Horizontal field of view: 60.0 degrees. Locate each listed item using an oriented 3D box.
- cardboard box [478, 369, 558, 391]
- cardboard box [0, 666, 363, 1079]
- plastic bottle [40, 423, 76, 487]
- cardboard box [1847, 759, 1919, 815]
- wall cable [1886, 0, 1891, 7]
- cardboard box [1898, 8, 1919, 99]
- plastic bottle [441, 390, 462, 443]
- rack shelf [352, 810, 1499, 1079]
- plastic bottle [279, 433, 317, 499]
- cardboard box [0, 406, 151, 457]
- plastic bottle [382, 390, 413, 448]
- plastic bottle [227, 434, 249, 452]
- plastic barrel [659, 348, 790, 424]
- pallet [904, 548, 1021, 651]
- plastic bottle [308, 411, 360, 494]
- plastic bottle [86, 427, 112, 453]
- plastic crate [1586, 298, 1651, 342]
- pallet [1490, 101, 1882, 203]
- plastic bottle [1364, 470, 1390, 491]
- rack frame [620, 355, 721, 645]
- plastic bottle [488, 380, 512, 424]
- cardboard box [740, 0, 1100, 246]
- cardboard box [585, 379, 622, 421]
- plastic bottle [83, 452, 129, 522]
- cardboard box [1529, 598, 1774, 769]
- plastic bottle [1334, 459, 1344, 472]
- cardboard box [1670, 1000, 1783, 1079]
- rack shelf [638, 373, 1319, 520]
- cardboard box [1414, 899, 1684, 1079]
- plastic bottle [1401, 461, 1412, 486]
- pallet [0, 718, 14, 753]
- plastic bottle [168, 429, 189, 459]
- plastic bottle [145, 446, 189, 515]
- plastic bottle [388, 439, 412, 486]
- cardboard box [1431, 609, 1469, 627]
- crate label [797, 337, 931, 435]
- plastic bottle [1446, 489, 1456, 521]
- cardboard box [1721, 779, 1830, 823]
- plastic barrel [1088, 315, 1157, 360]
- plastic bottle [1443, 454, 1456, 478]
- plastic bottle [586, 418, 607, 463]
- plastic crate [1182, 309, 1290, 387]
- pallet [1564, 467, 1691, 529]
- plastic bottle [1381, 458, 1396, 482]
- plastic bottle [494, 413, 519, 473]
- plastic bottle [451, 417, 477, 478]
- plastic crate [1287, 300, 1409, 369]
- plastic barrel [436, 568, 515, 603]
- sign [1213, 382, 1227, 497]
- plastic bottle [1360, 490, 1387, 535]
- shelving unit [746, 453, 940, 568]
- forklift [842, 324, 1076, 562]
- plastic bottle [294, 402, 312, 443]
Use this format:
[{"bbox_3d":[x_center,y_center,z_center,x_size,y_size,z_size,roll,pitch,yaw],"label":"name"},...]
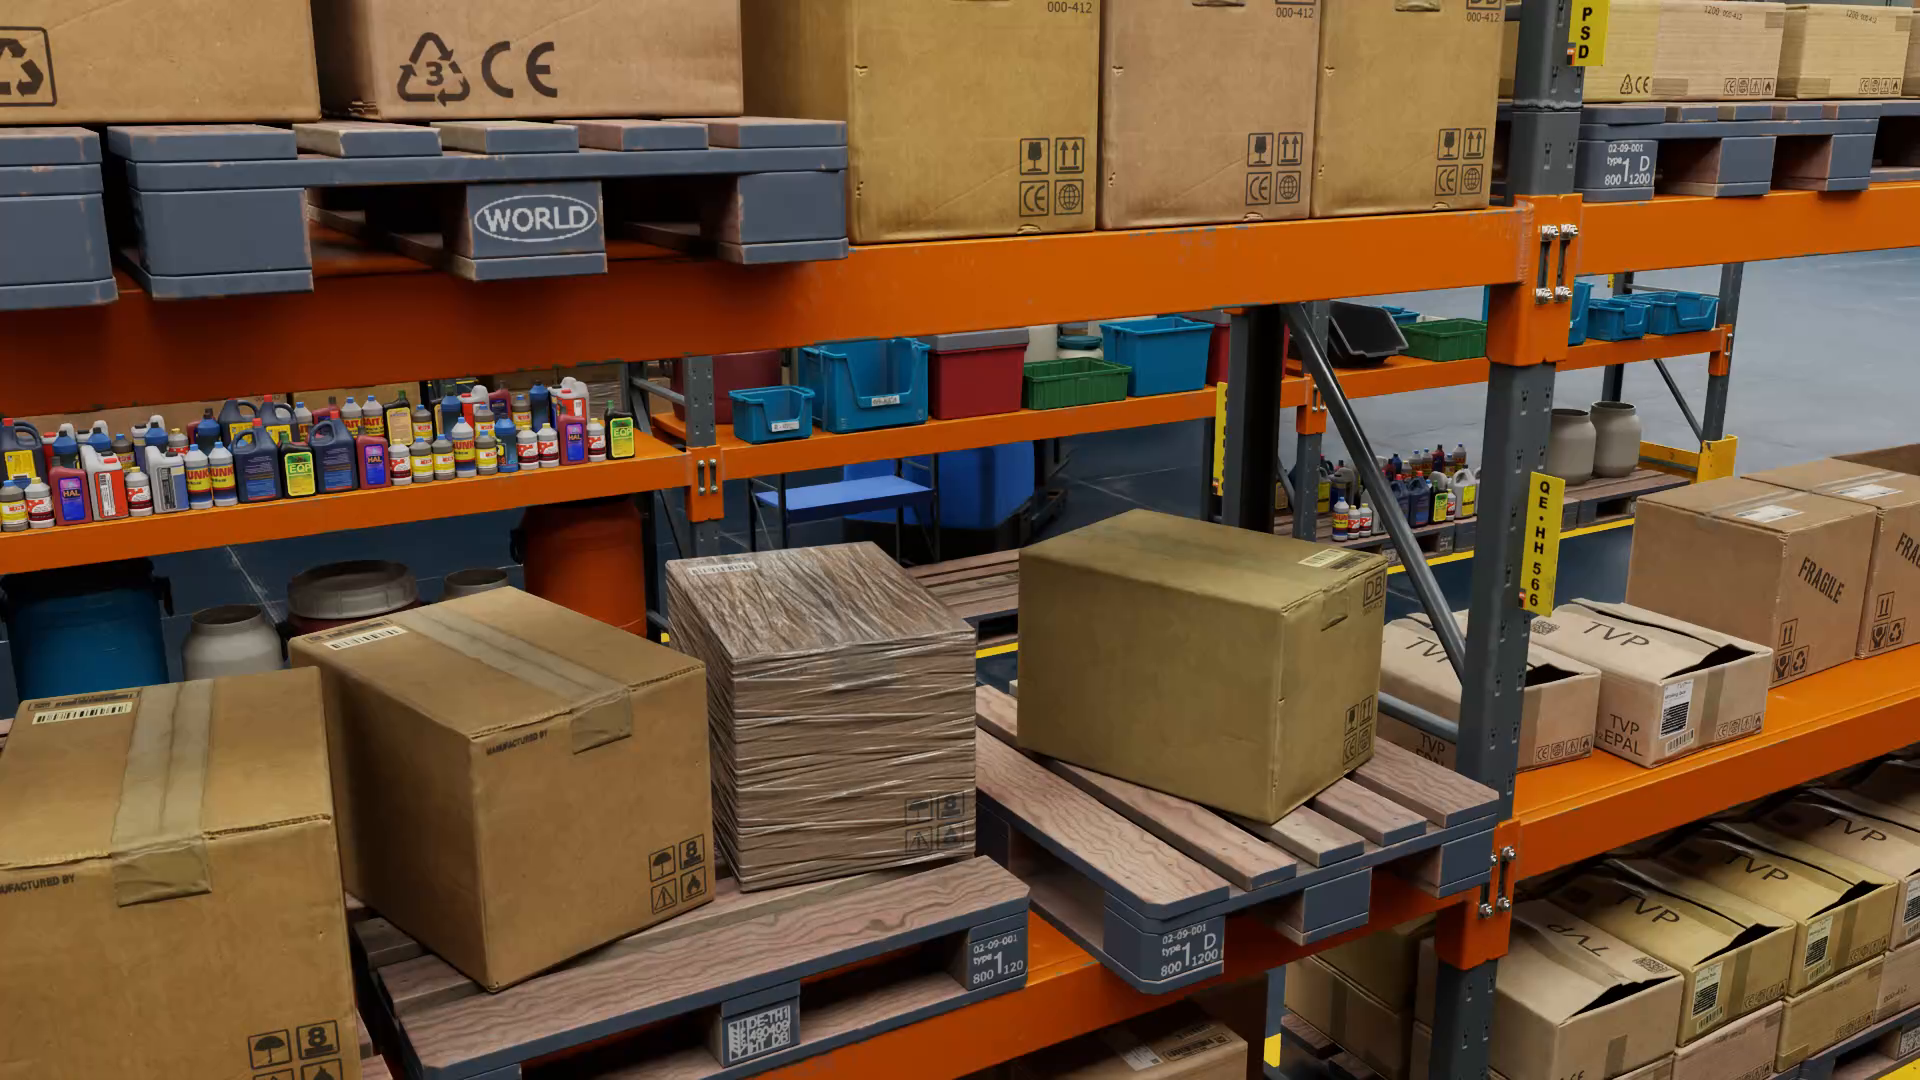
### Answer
[{"bbox_3d":[-3.496,-1.356,13.117,0.500,0.250,0.500,-8,18,-27],"label":"cardboard box"},{"bbox_3d":[-1.307,0.587,2.795,0.500,0.500,0.700,-6,17,-21],"label":"cardboard box"},{"bbox_3d":[-4.016,-0.375,7.422,0.135,0.276,0.152,-9,18,-30],"label":"plastic bottle"},{"bbox_3d":[3.401,0.967,5.681,0.500,0.311,0.500,-9,18,-30],"label":"cardboard box"},{"bbox_3d":[24.394,-14.024,41.164,0.112,2.526,3.097,-9,18,-30],"label":"wall cable"},{"bbox_3d":[2.802,-1.473,5.050,0.500,0.250,0.500,-11,19,-34],"label":"cardboard box"},{"bbox_3d":[-2.520,-0.605,8.250,0.097,0.271,0.097,0,16,0],"label":"plastic bottle"},{"bbox_3d":[-0.671,1.030,3.510,4.000,0.370,1.077,-9,18,-30],"label":"rack shelf"},{"bbox_3d":[-2.884,-0.327,7.234,0.133,0.283,0.061,-9,18,-30],"label":"plastic bottle"},{"bbox_3d":[-6.180,-0.728,11.607,0.875,0.875,1.225,-10,18,-32],"label":"cardboard box"},{"bbox_3d":[-2.774,-0.595,8.190,0.133,0.283,0.061,-9,18,-30],"label":"plastic bottle"},{"bbox_3d":[-3.141,-0.330,7.269,0.097,0.271,0.097,0,16,0],"label":"plastic bottle"},{"bbox_3d":[-1.262,-0.941,8.957,0.708,0.536,0.600,-9,18,-30],"label":"plastic barrel"},{"bbox_3d":[0.225,0.335,9.825,1.213,0.211,1.003,-9,18,-30],"label":"pallet"},{"bbox_3d":[-2.769,-0.391,7.338,0.185,0.351,0.144,-9,18,-30],"label":"plastic bottle"},{"bbox_3d":[-3.820,-0.366,7.395,0.097,0.271,0.097,0,16,0],"label":"plastic bottle"},{"bbox_3d":[4.519,-1.553,11.670,0.408,0.251,0.499,-9,18,-30],"label":"plastic crate"},{"bbox_3d":[1.579,-1.063,4.436,1.003,0.211,1.213,-8,18,-27],"label":"pallet"},{"bbox_3d":[2.756,-0.283,10.954,0.185,0.351,0.144,-9,18,-30],"label":"plastic bottle"},{"bbox_3d":[-1.504,-0.741,8.495,0.127,3.000,1.000,-9,18,-30],"label":"rack frame"},{"bbox_3d":[-2.347,-0.664,8.438,0.133,0.283,0.061,-9,18,-30],"label":"plastic bottle"},{"bbox_3d":[-0.196,-0.875,3.232,0.500,0.500,0.910,-9,18,-30],"label":"cardboard box"},{"bbox_3d":[-3.022,-1.073,13.496,0.500,0.500,0.700,-11,19,-34],"label":"cardboard box"},{"bbox_3d":[-3.546,-0.230,6.903,0.135,0.276,0.152,-9,18,-30],"label":"plastic bottle"},{"bbox_3d":[1.910,0.369,4.701,0.500,0.311,0.500,-9,18,-30],"label":"cardboard box"},{"bbox_3d":[2.611,-0.416,11.554,0.133,0.283,0.061,-8,17,-26],"label":"plastic bottle"},{"bbox_3d":[2.074,1.453,4.987,0.500,0.250,0.500,-10,18,-31],"label":"cardboard box"},{"bbox_3d":[0.210,-0.672,9.584,4.000,0.370,1.077,-9,18,-30],"label":"rack shelf"},{"bbox_3d":[1.644,1.253,4.661,0.500,0.311,0.500,-9,18,-28],"label":"cardboard box"},{"bbox_3d":[3.174,-0.462,11.870,0.097,0.201,0.097,0,16,0],"label":"plastic bottle"},{"bbox_3d":[-4.250,1.060,7.236,1.213,0.211,1.003,-9,18,-30],"label":"pallet"},{"bbox_3d":[-3.616,-0.413,7.694,0.097,0.201,0.097,0,16,0],"label":"plastic bottle"},{"bbox_3d":[-3.347,-0.262,7.018,0.135,0.276,0.152,-9,18,-30],"label":"plastic bottle"},{"bbox_3d":[-2.521,-0.352,7.475,0.097,0.201,0.097,0,16,0],"label":"plastic bottle"},{"bbox_3d":[1.672,0.338,5.113,0.250,0.149,0.380,-9,18,-30],"label":"cardboard box"},{"bbox_3d":[-0.513,-0.833,8.760,0.616,0.435,0.502,-9,18,-30],"label":"crate label"},{"bbox_3d":[3.247,-0.238,11.069,0.097,0.201,0.097,0,16,0],"label":"plastic bottle"},{"bbox_3d":[2.673,0.915,5.864,0.500,0.311,0.500,-9,18,-28],"label":"cardboard box"},{"bbox_3d":[0.992,-1.280,10.167,0.433,0.535,0.433,0,16,0],"label":"plastic barrel"},{"bbox_3d":[3.550,-0.523,12.087,0.097,0.201,0.097,0,16,0],"label":"plastic bottle"},{"bbox_3d":[-1.739,-0.478,7.927,0.097,0.201,0.097,0,16,0],"label":"plastic bottle"},{"bbox_3d":[1.667,-1.190,9.977,0.583,0.464,0.402,-9,18,-30],"label":"plastic crate"},{"bbox_3d":[4.613,-0.377,12.364,1.213,0.211,1.003,-9,18,-30],"label":"pallet"},{"bbox_3d":[2.966,-0.426,11.588,0.133,0.283,0.061,-9,18,-30],"label":"plastic bottle"},{"bbox_3d":[-2.104,-0.453,7.707,0.097,0.271,0.097,0,16,0],"label":"plastic bottle"},{"bbox_3d":[-2.271,-0.426,7.610,0.097,0.271,0.097,0,16,0],"label":"plastic bottle"},{"bbox_3d":[2.439,-1.310,10.642,0.504,0.338,0.767,-9,18,-30],"label":"plastic crate"},{"bbox_3d":[-2.353,0.426,8.164,0.421,0.512,0.421,0,16,0],"label":"plastic barrel"},{"bbox_3d":[0.755,-0.280,4.705,0.005,0.325,0.100,-9,18,-30],"label":"sign"},{"bbox_3d":[2.687,-0.191,10.766,0.135,0.276,0.152,-8,18,-28],"label":"plastic bottle"},{"bbox_3d":[-0.705,-0.387,9.992,1.048,1.500,0.538,-9,17,-30],"label":"shelving unit"},{"bbox_3d":[0.155,-1.597,11.678,1.130,2.935,3.031,5,16,17],"label":"forklift"},{"bbox_3d":[-3.145,-0.523,7.957,0.097,0.271,0.097,0,16,0],"label":"plastic bottle"}]
